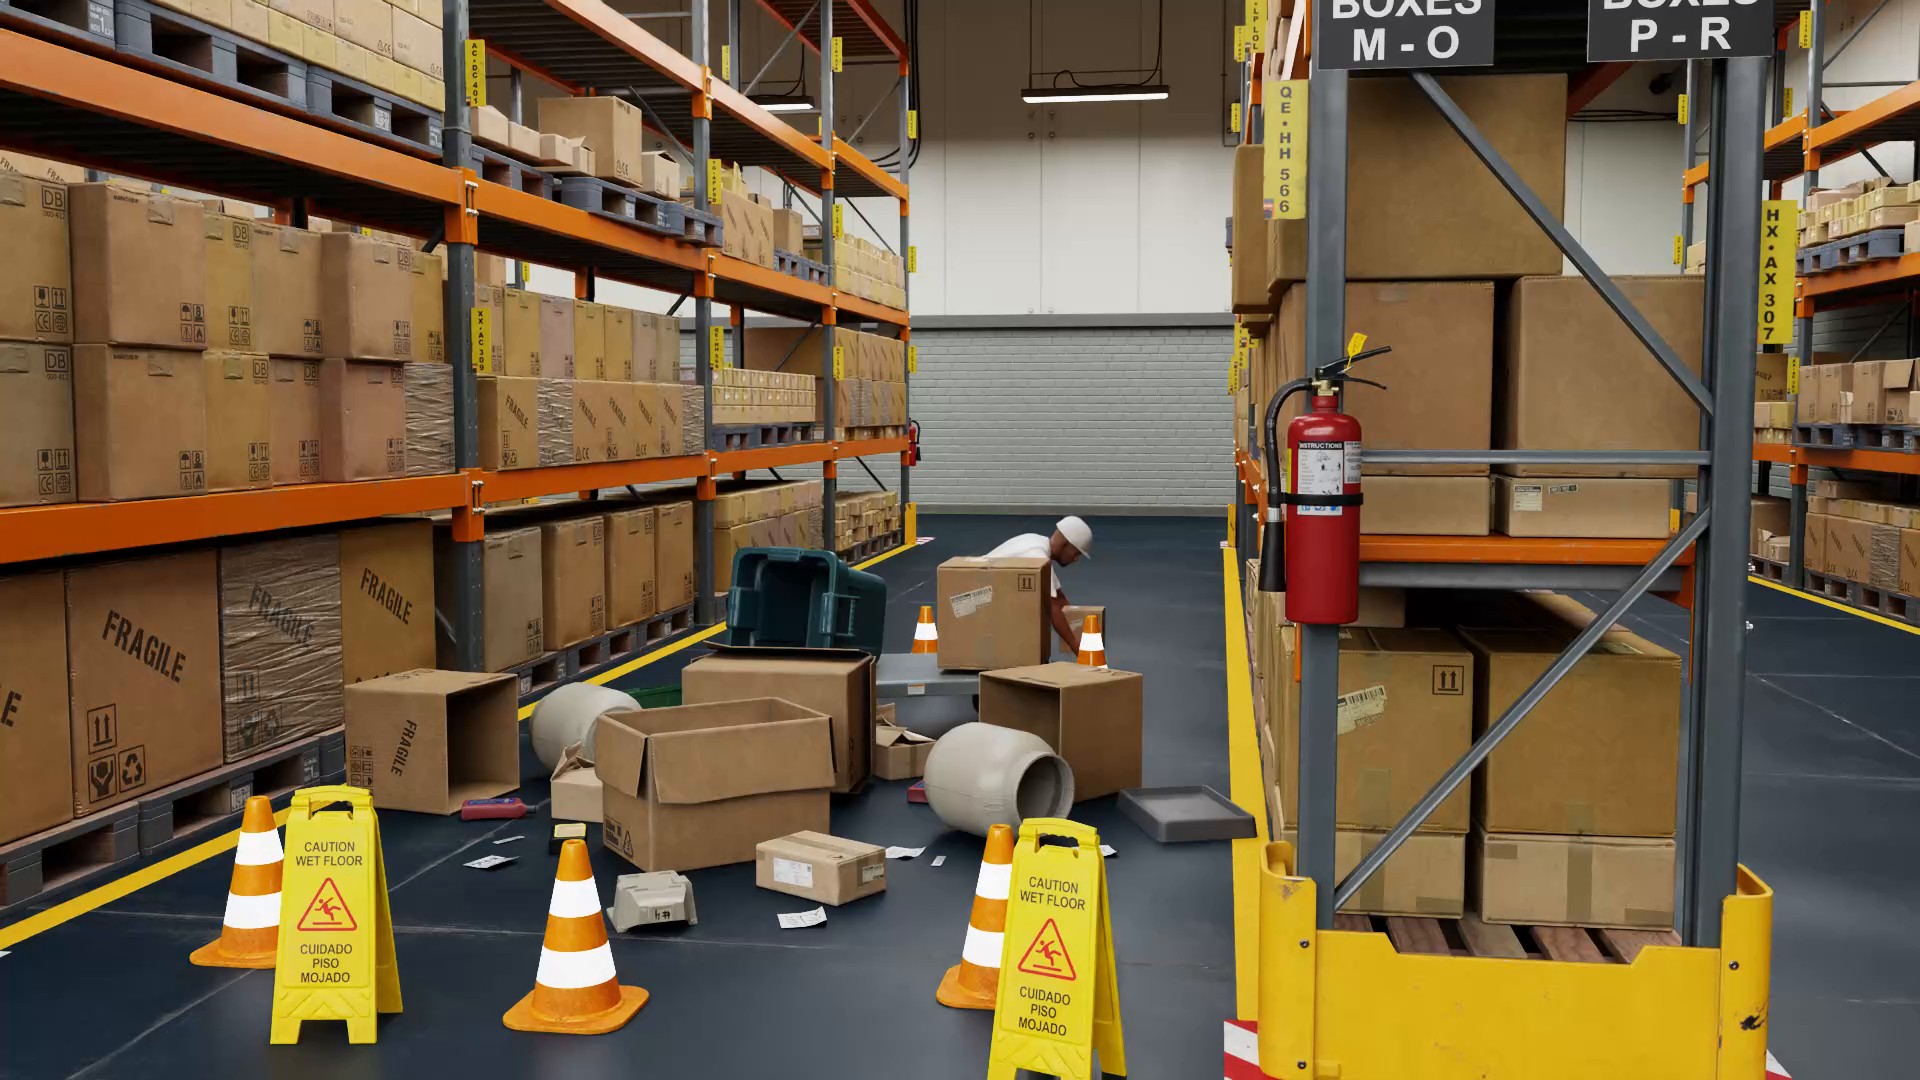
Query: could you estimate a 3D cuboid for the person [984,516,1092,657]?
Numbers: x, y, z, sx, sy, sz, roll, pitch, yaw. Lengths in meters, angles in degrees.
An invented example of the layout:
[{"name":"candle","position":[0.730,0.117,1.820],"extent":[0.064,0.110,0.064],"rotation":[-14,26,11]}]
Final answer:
[{"name":"person","position":[0.387,0.356,9.925],"extent":[0.900,0.997,0.585],"rotation":[1,4,9]}]
